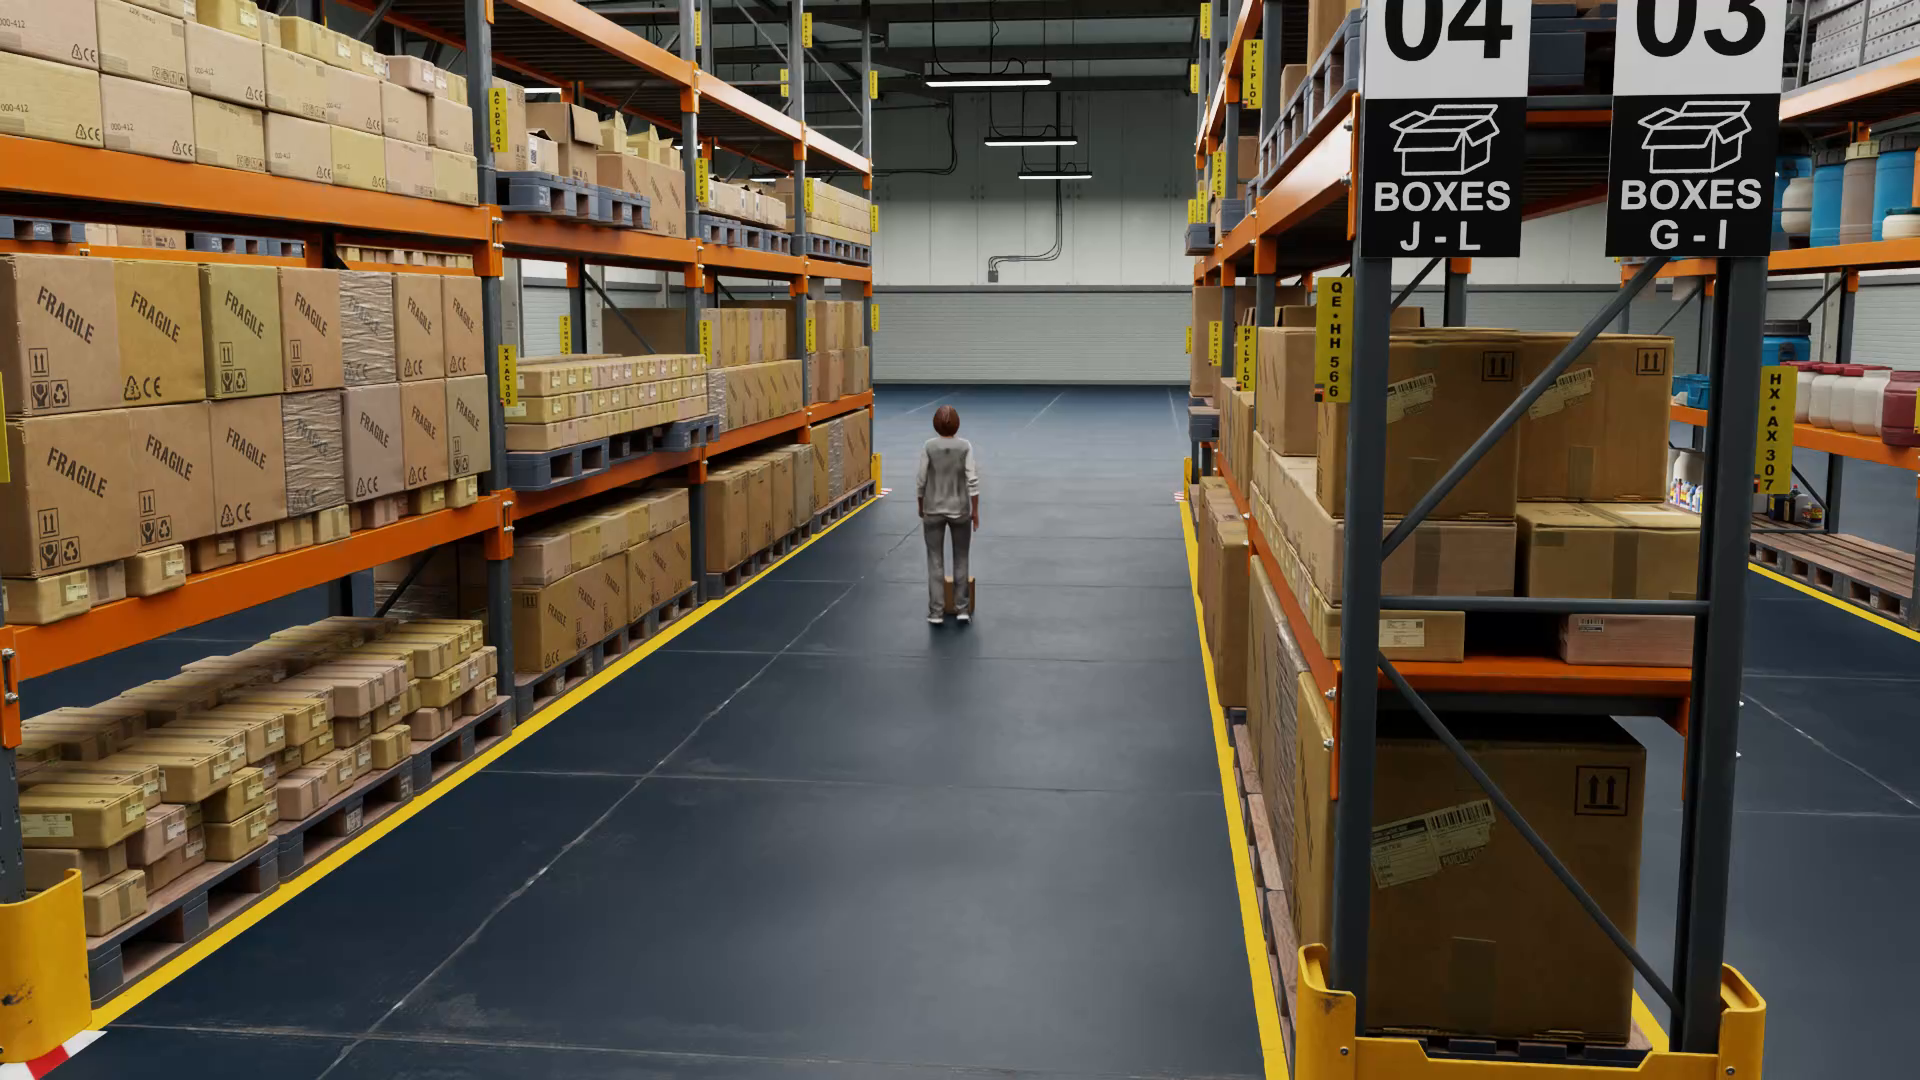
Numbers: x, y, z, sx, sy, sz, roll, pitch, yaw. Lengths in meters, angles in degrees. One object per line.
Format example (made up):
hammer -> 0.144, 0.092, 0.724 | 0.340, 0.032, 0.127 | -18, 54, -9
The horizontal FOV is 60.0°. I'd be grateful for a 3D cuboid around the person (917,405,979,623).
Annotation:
person -> -0.091, -0.186, 12.172 | 0.450, 1.615, 0.436 | 0, 8, -2
